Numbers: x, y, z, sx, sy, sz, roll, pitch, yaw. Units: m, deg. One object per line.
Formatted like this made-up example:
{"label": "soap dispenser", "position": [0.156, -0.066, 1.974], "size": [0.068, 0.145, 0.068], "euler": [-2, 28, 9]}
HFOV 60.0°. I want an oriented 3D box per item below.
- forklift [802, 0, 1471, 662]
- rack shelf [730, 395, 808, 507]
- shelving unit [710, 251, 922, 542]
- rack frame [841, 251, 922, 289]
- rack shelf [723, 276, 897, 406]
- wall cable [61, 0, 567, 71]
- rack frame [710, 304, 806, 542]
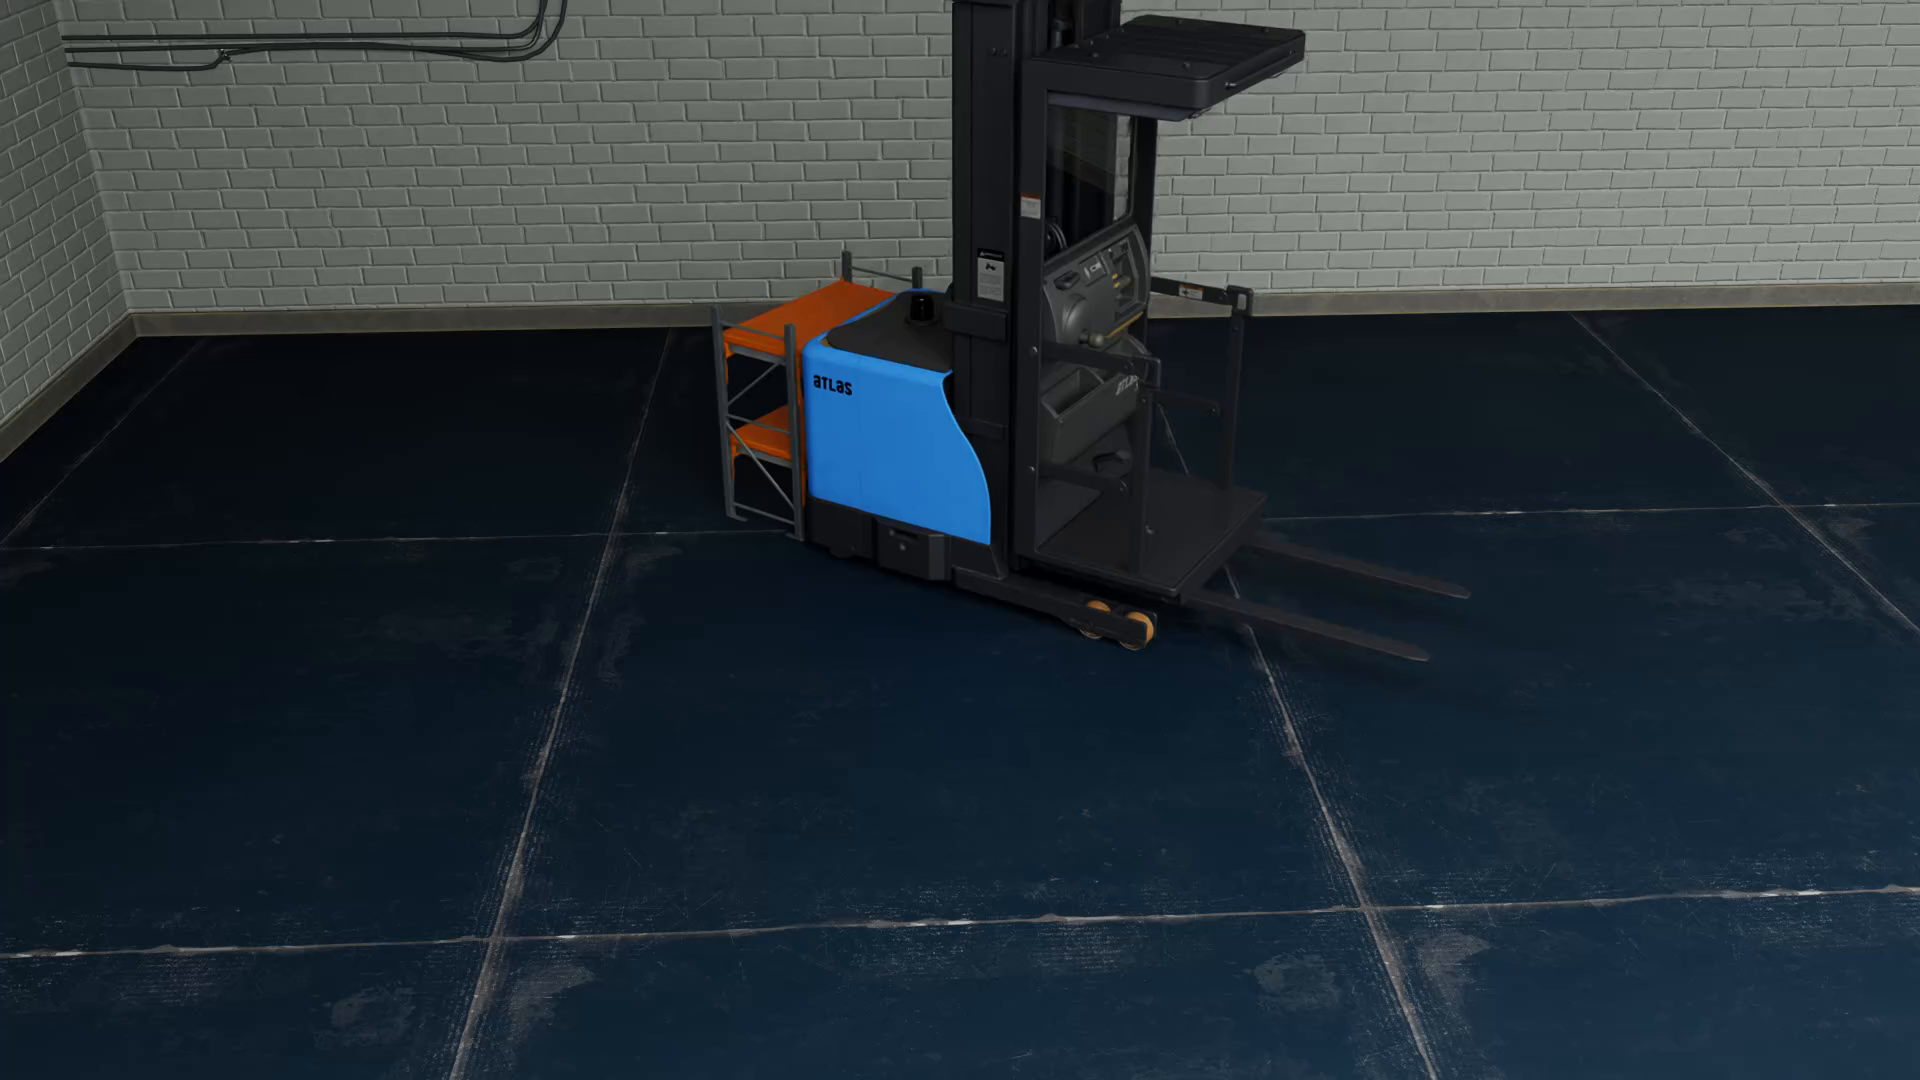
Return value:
{"label": "forklift", "position": [0.782, -1.096, 7.181], "size": [3.031, 2.935, 1.130], "euler": [15, 31, 27]}
{"label": "rack shelf", "position": [-0.694, -0.539, 8.597], "size": [0.538, 0.278, 1.000], "euler": [18, 32, 30]}
{"label": "shelving unit", "position": [-0.694, -0.756, 8.484], "size": [0.538, 1.125, 1.048], "euler": [18, 32, 30]}
{"label": "rack frame", "position": [-0.407, -0.950, 8.856], "size": [0.500, 1.125, 0.032], "euler": [18, 32, 30]}
{"label": "rack shelf", "position": [-0.694, -1.016, 8.348], "size": [0.538, 0.278, 1.000], "euler": [18, 32, 30]}
{"label": "wall cable", "position": [-3.888, -3.954, 9.458], "size": [3.097, 2.526, 0.112], "euler": [-1, 28, -3]}
{"label": "rack frame", "position": [-0.981, -0.562, 8.112], "size": [0.500, 1.125, 0.032], "euler": [18, 32, 30]}
